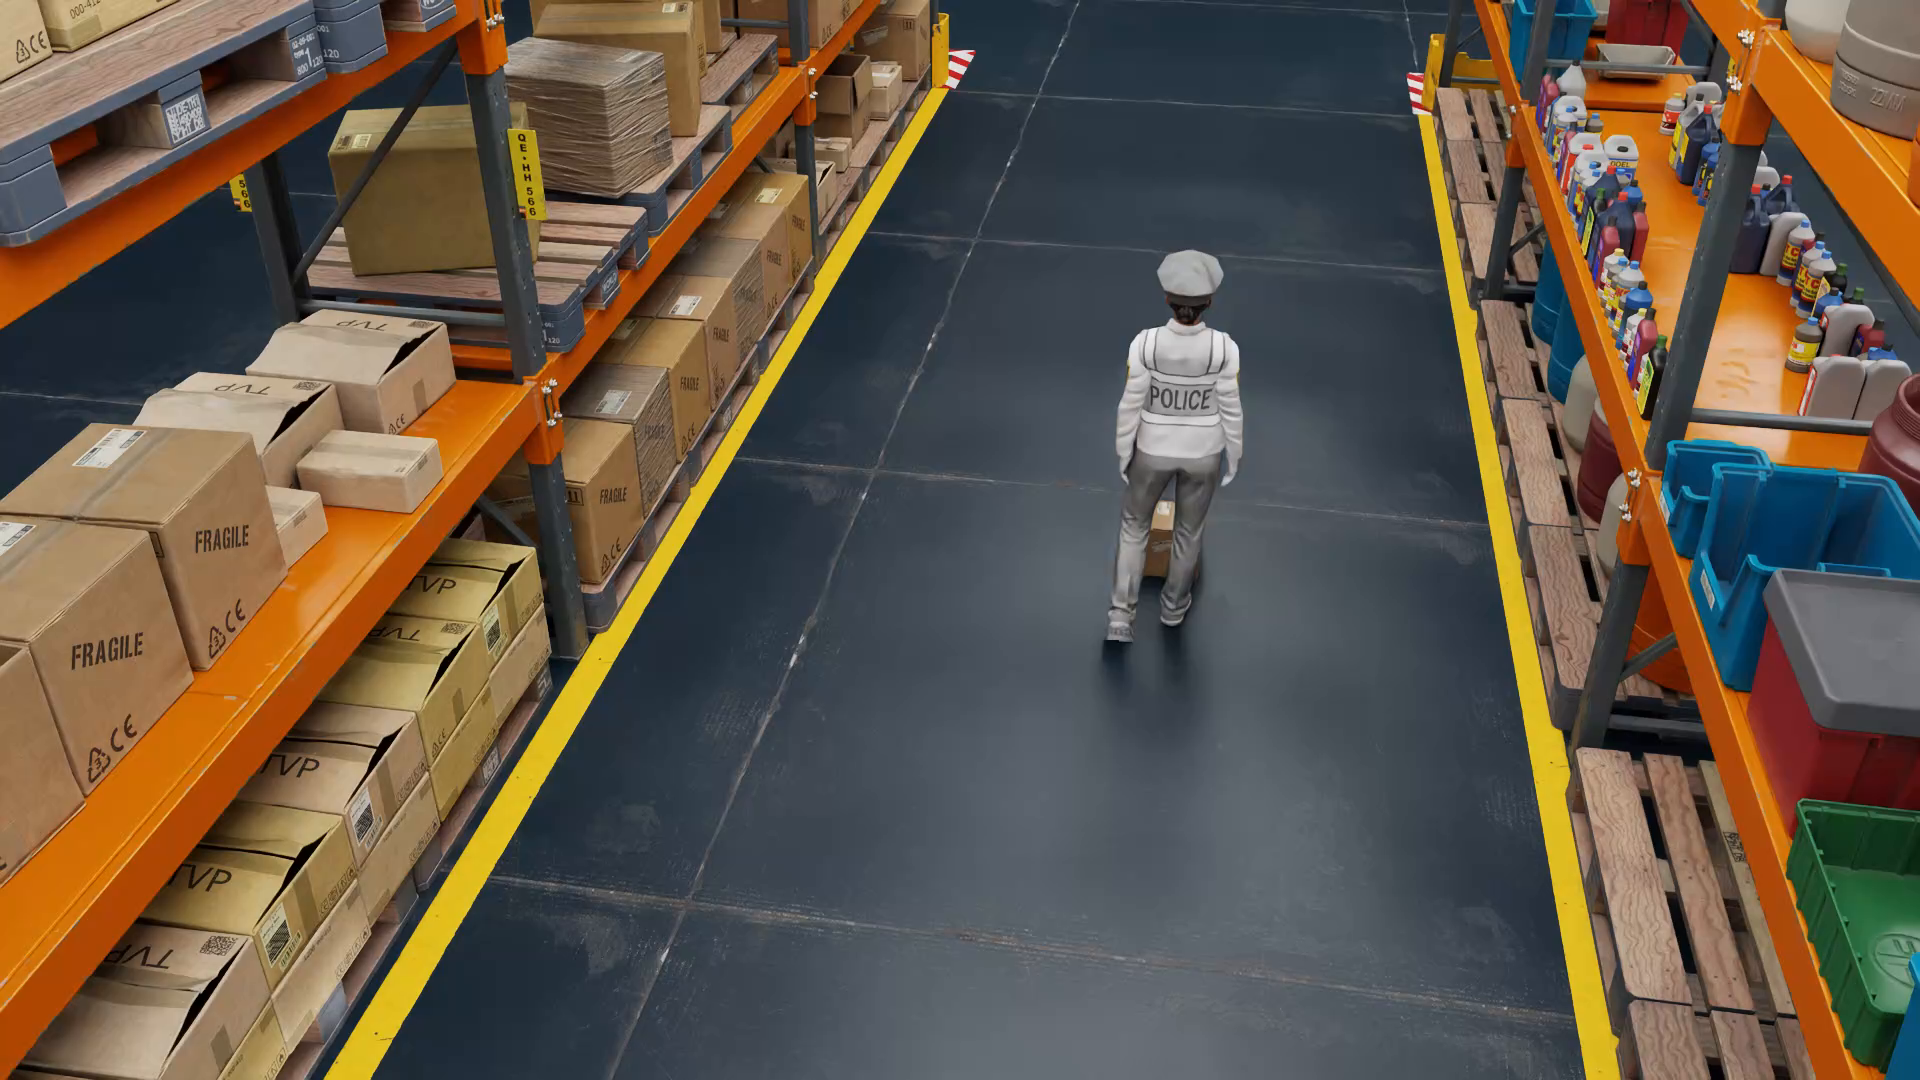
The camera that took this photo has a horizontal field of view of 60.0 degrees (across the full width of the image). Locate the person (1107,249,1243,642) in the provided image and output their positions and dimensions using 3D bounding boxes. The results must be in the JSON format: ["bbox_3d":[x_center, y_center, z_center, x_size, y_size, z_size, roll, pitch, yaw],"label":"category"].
[{"bbox_3d":[0.878,-0.335,6.678,0.503,1.726,0.486,5,33,8],"label":"person"}]
